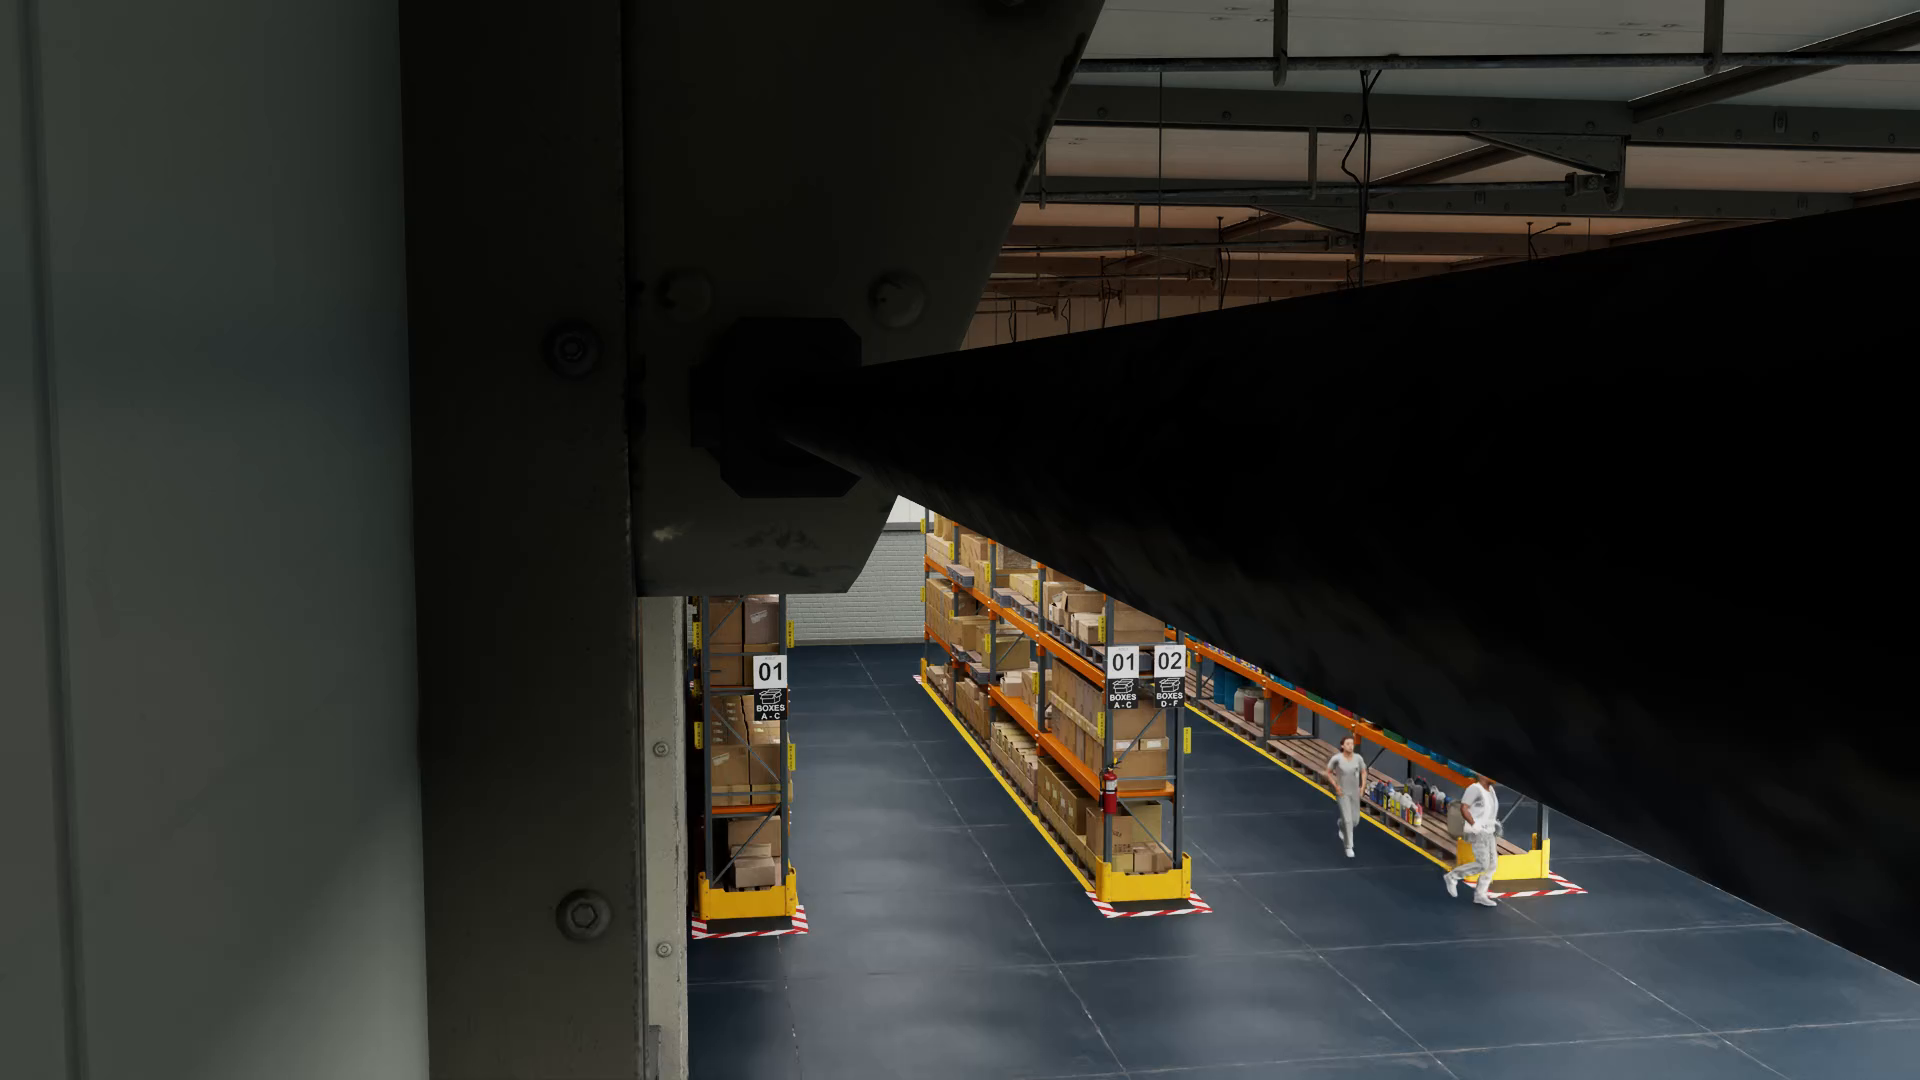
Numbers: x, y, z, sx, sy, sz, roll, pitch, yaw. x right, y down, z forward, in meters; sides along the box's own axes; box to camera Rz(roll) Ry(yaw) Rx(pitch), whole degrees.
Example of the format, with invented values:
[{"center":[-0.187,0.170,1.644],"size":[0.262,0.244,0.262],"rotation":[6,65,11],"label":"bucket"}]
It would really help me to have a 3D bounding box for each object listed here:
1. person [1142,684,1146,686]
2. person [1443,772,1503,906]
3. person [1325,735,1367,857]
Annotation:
[{"center":[3.112,2.805,30.277],"size":[0.616,1.678,0.926],"rotation":[-1,5,-14],"label":"person"},{"center":[6.478,3.642,20.799],"size":[0.661,1.731,0.743],"rotation":[4,6,37],"label":"person"},{"center":[5.333,3.497,23.001],"size":[0.583,1.640,0.702],"rotation":[-1,5,-7],"label":"person"}]
